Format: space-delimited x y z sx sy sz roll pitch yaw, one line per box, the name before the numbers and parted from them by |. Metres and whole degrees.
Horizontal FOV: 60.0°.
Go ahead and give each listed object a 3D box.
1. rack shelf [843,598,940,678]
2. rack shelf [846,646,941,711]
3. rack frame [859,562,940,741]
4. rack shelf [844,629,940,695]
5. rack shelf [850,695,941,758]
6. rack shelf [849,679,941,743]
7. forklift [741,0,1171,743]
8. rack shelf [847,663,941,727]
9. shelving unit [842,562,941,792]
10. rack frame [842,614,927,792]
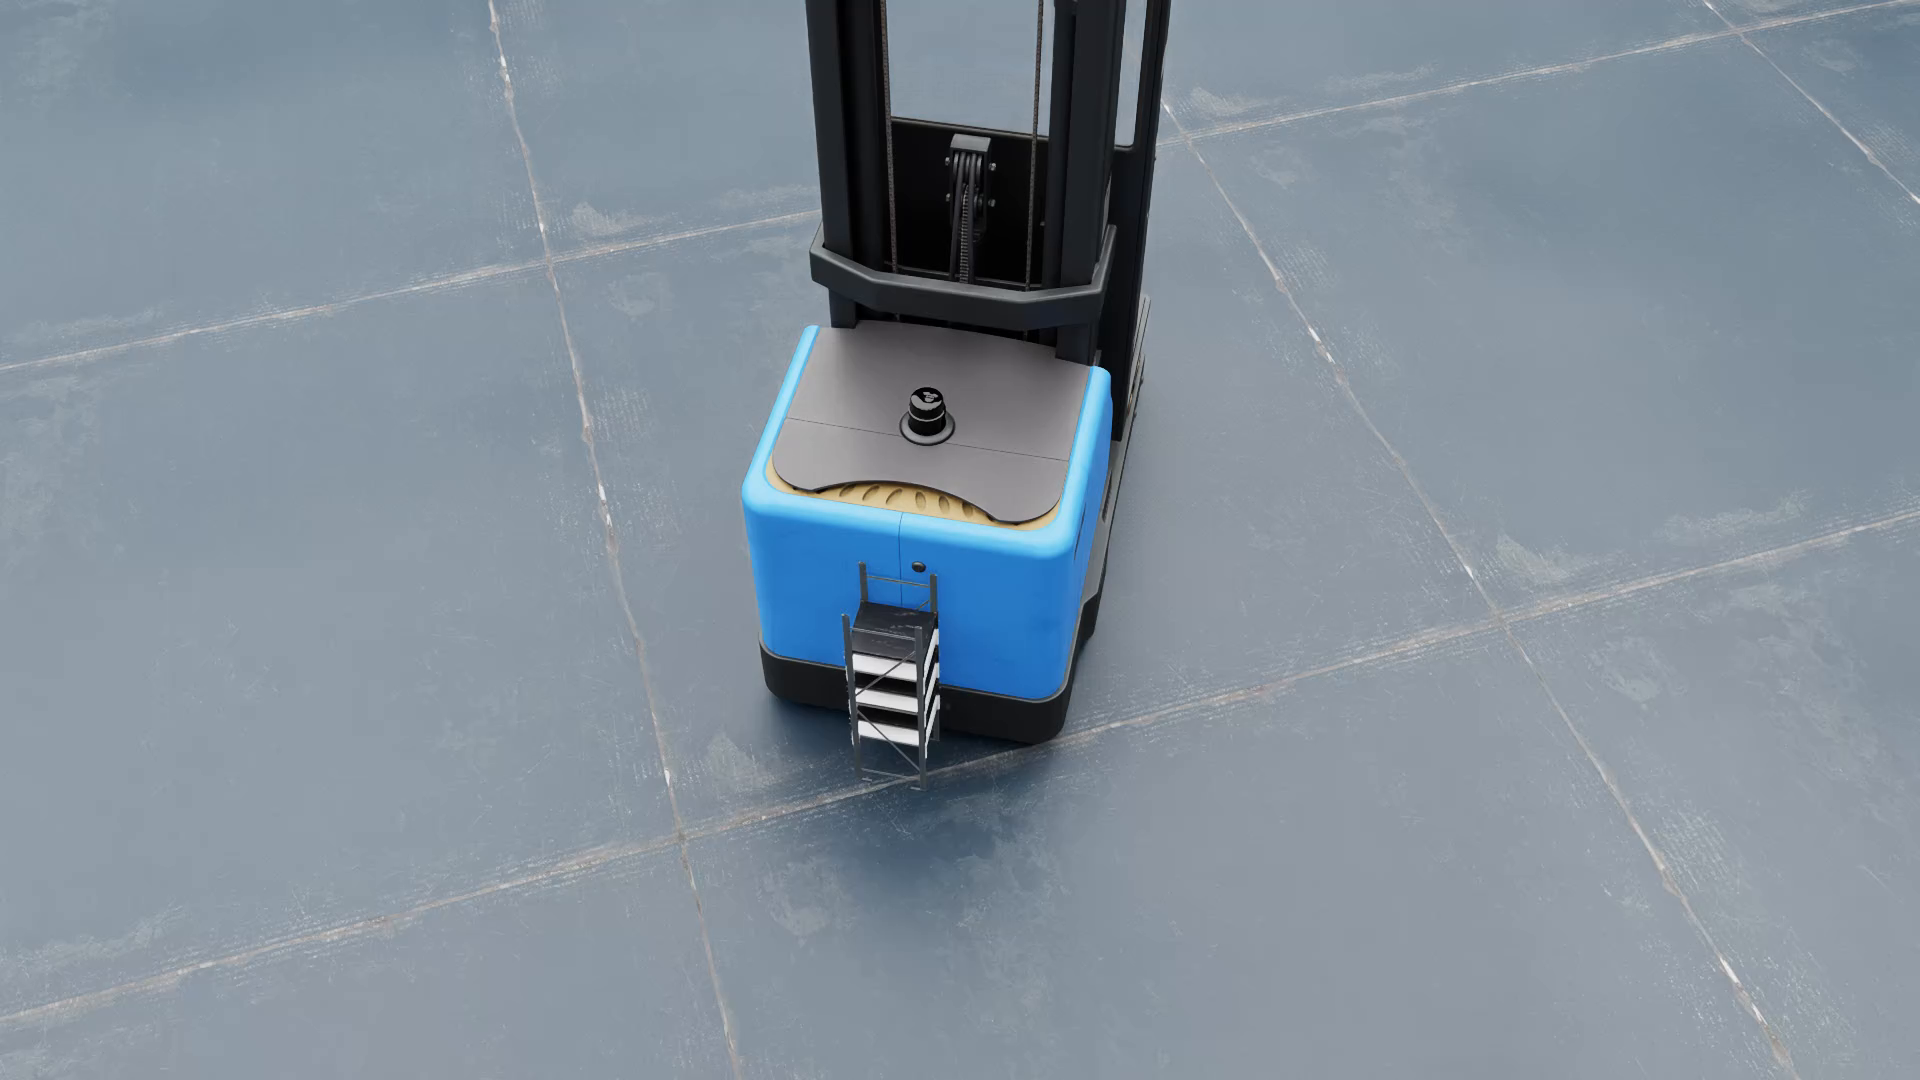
rack shelf | -0.208 0.299 5.099 0.258 0.077 0.200 9 50 8
rack shelf | -0.208 0.415 5.237 0.258 0.077 0.200 9 50 8
rack frame | -0.187 0.376 5.344 0.240 0.900 0.006 9 50 8
rack shelf | -0.208 0.357 5.168 0.258 0.077 0.200 9 50 8
rack shelf | -0.208 0.590 5.443 0.258 0.077 0.200 9 50 8
rack shelf | -0.208 0.532 5.375 0.258 0.077 0.200 9 50 8
forklift | 0.130 -1.416 5.527 1.130 2.935 3.031 9 50 8
rack shelf | -0.208 0.474 5.306 0.258 0.077 0.200 9 50 8
shelving unit | -0.208 0.452 5.280 0.258 0.900 0.210 9 50 8
rack frame | -0.229 0.528 5.216 0.240 0.900 0.006 9 50 8
